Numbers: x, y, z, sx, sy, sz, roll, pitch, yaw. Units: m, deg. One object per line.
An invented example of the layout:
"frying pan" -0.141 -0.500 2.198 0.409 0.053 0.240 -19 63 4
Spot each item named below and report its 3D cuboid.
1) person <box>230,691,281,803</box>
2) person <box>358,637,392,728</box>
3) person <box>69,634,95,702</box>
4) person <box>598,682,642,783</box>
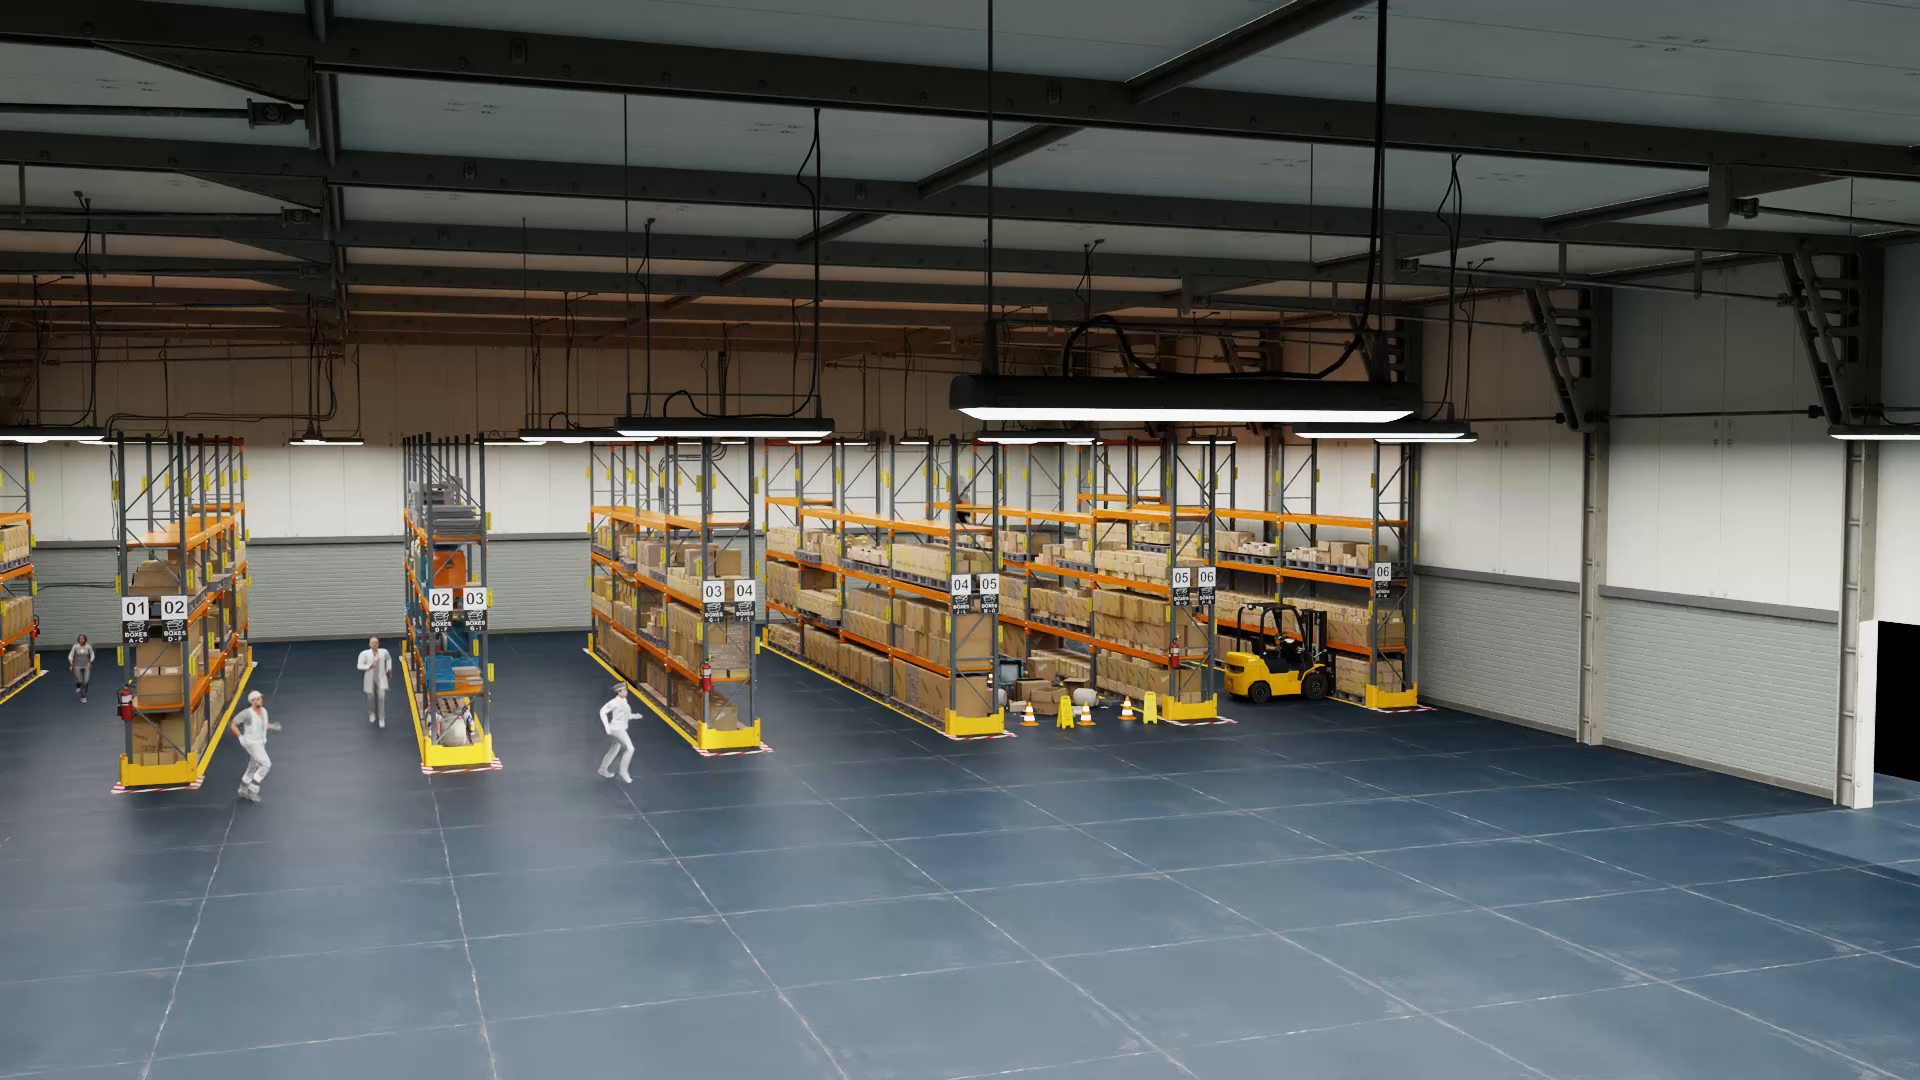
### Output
"person" -11.392 3.347 26.980 0.713 1.809 0.619 1 3 9
"person" -12.047 2.908 34.262 0.686 1.808 0.997 -1 3 -24
"person" -19.758 2.881 37.429 0.523 1.551 0.578 -2 4 -31
"person" -5.847 3.302 28.536 0.809 1.733 0.575 0 3 6
